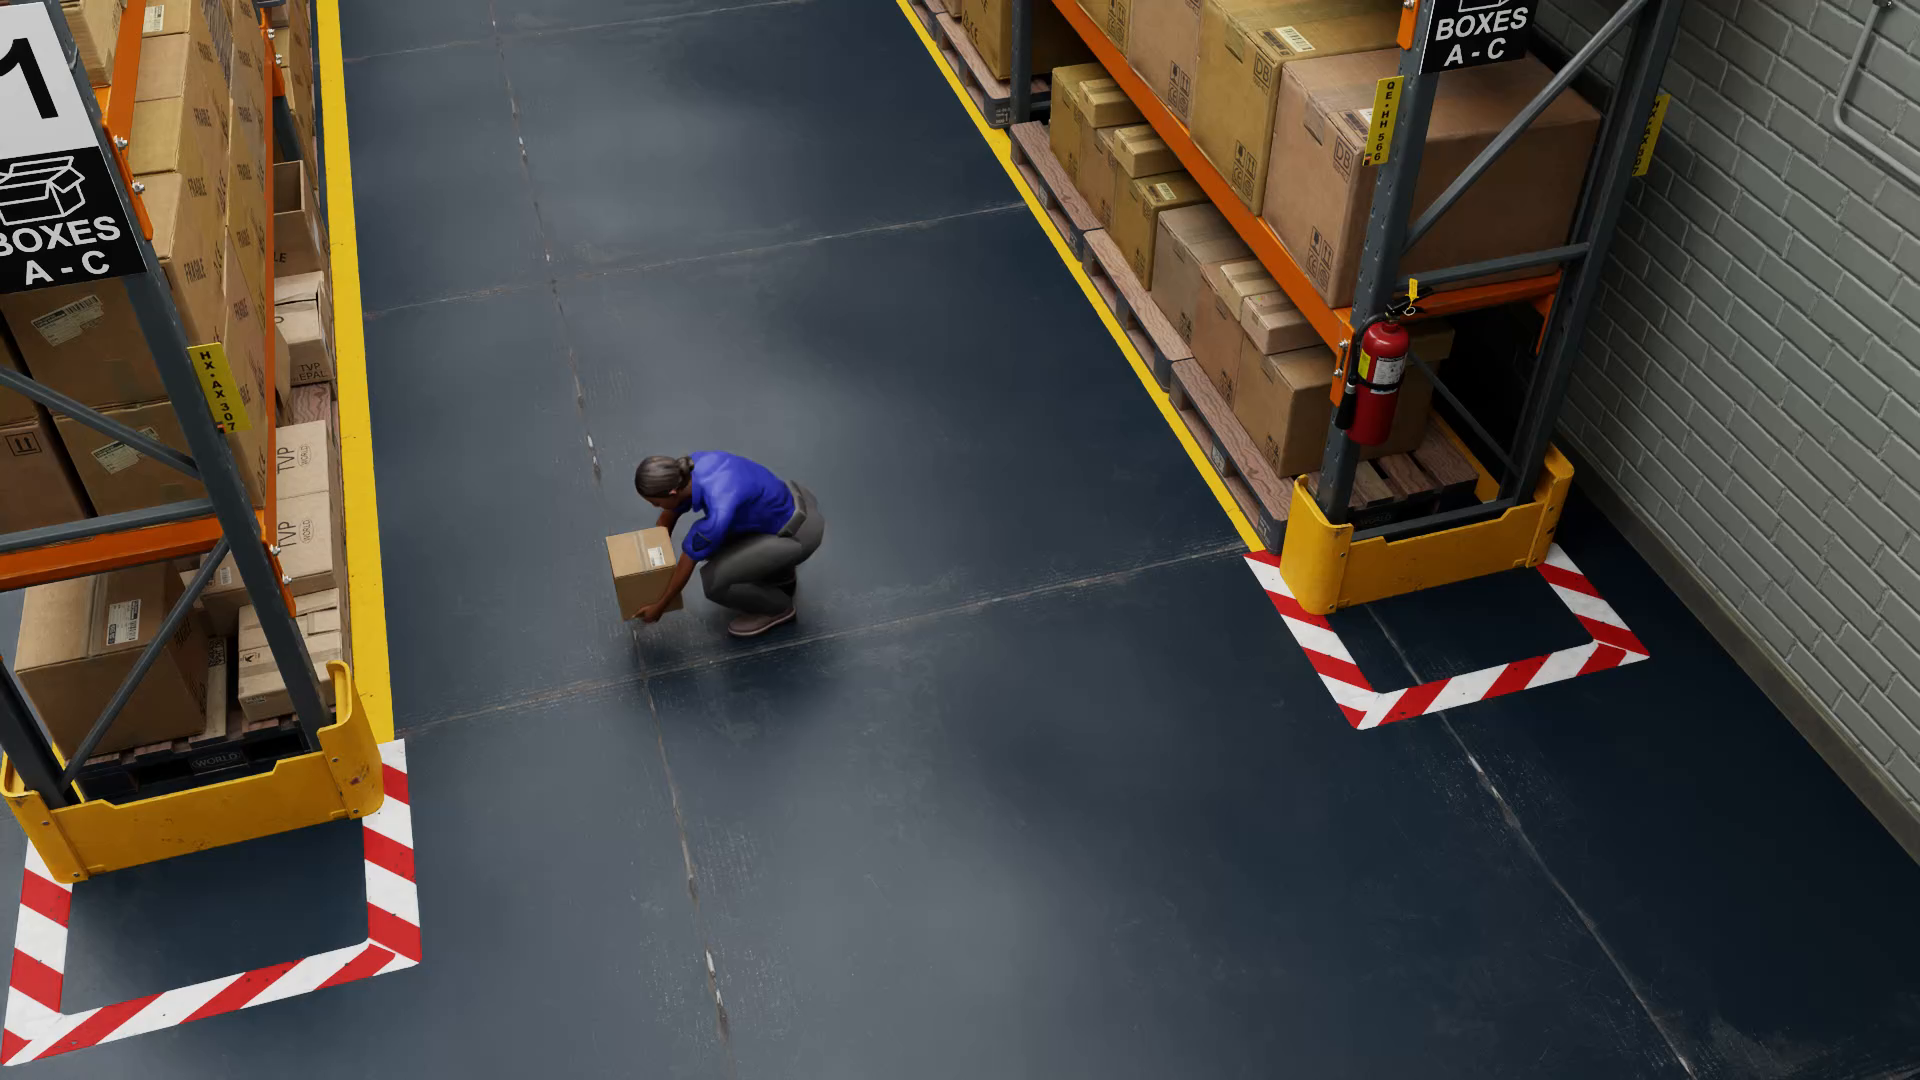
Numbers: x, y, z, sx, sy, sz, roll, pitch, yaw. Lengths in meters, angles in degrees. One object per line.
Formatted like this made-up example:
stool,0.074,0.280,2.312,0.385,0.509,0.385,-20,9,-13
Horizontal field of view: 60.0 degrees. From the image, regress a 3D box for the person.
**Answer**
person,-0.963,-0.033,6.741,0.845,0.945,0.462,-13,44,-14
